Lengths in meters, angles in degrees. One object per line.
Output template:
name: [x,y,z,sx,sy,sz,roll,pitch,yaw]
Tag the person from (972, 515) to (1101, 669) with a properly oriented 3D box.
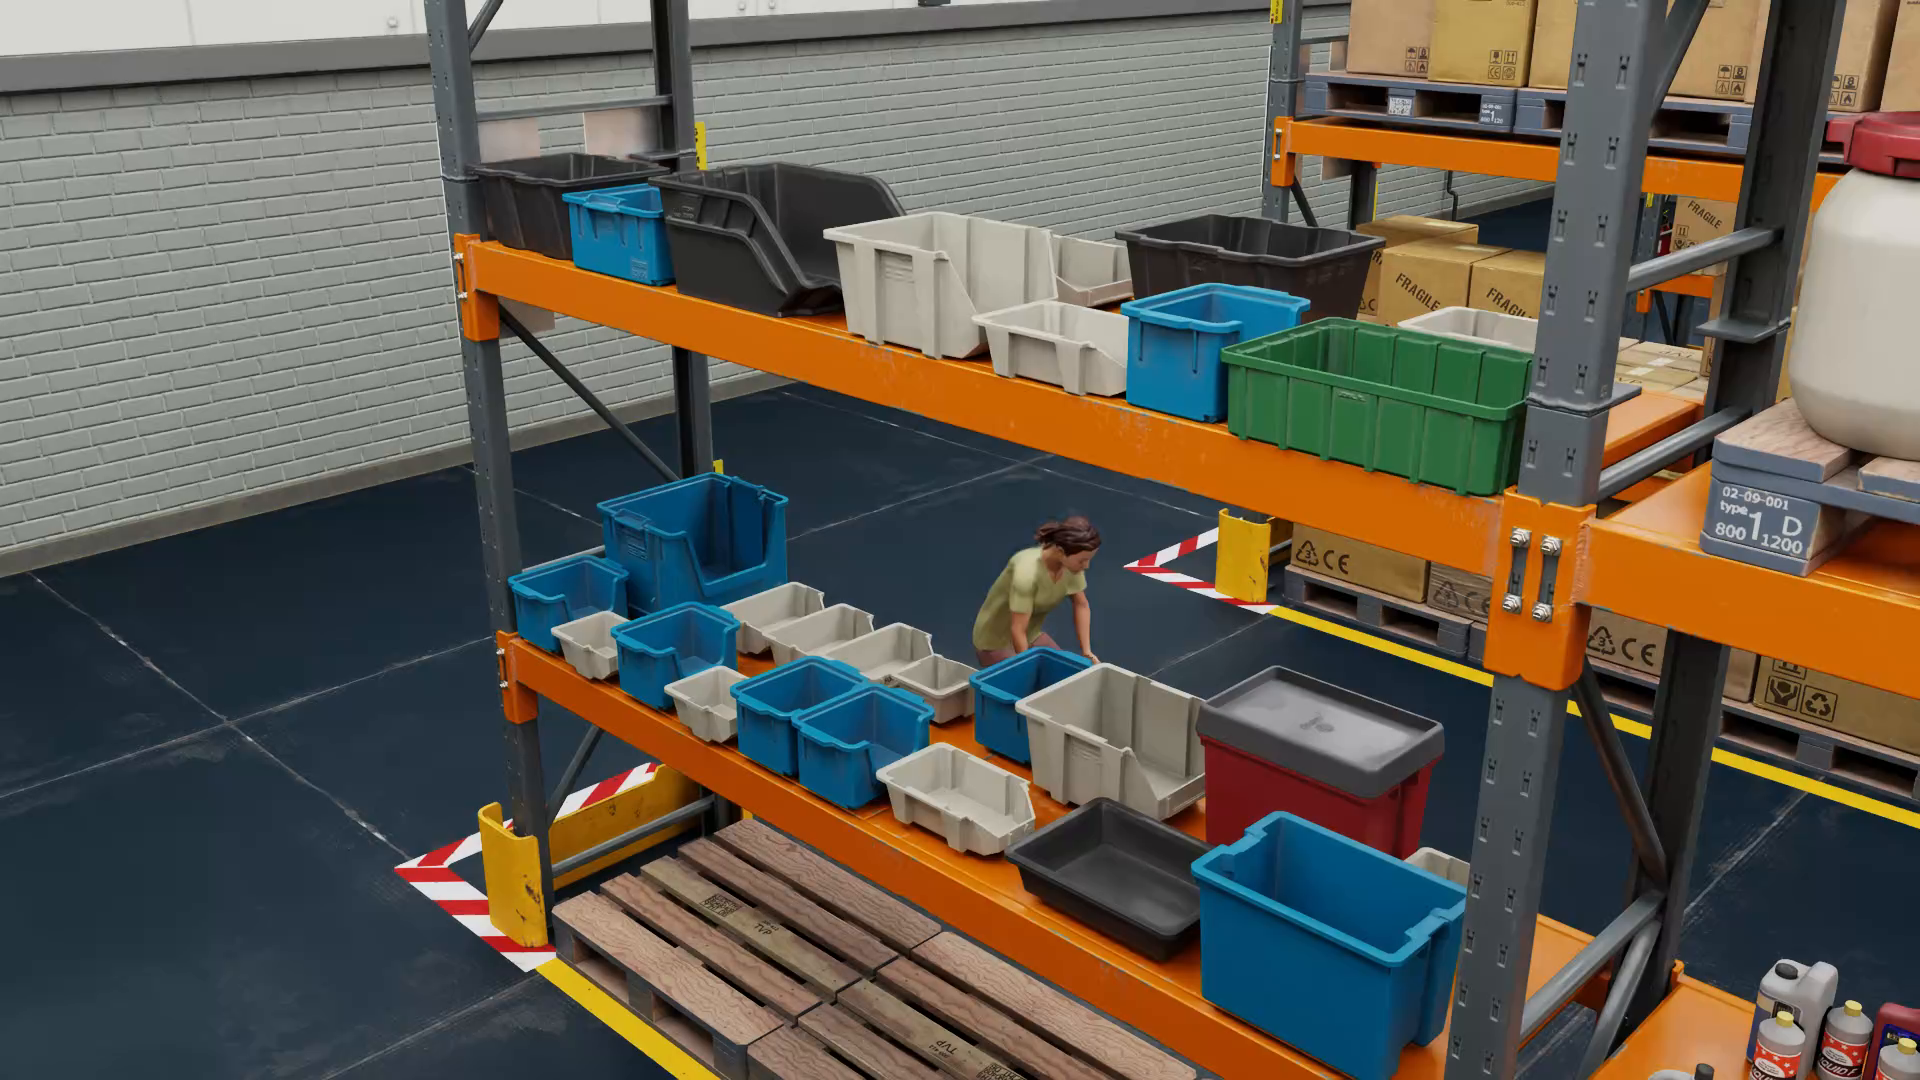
person: [0.369,0.511,7.600,0.615,1.418,0.508,19,28,41]
